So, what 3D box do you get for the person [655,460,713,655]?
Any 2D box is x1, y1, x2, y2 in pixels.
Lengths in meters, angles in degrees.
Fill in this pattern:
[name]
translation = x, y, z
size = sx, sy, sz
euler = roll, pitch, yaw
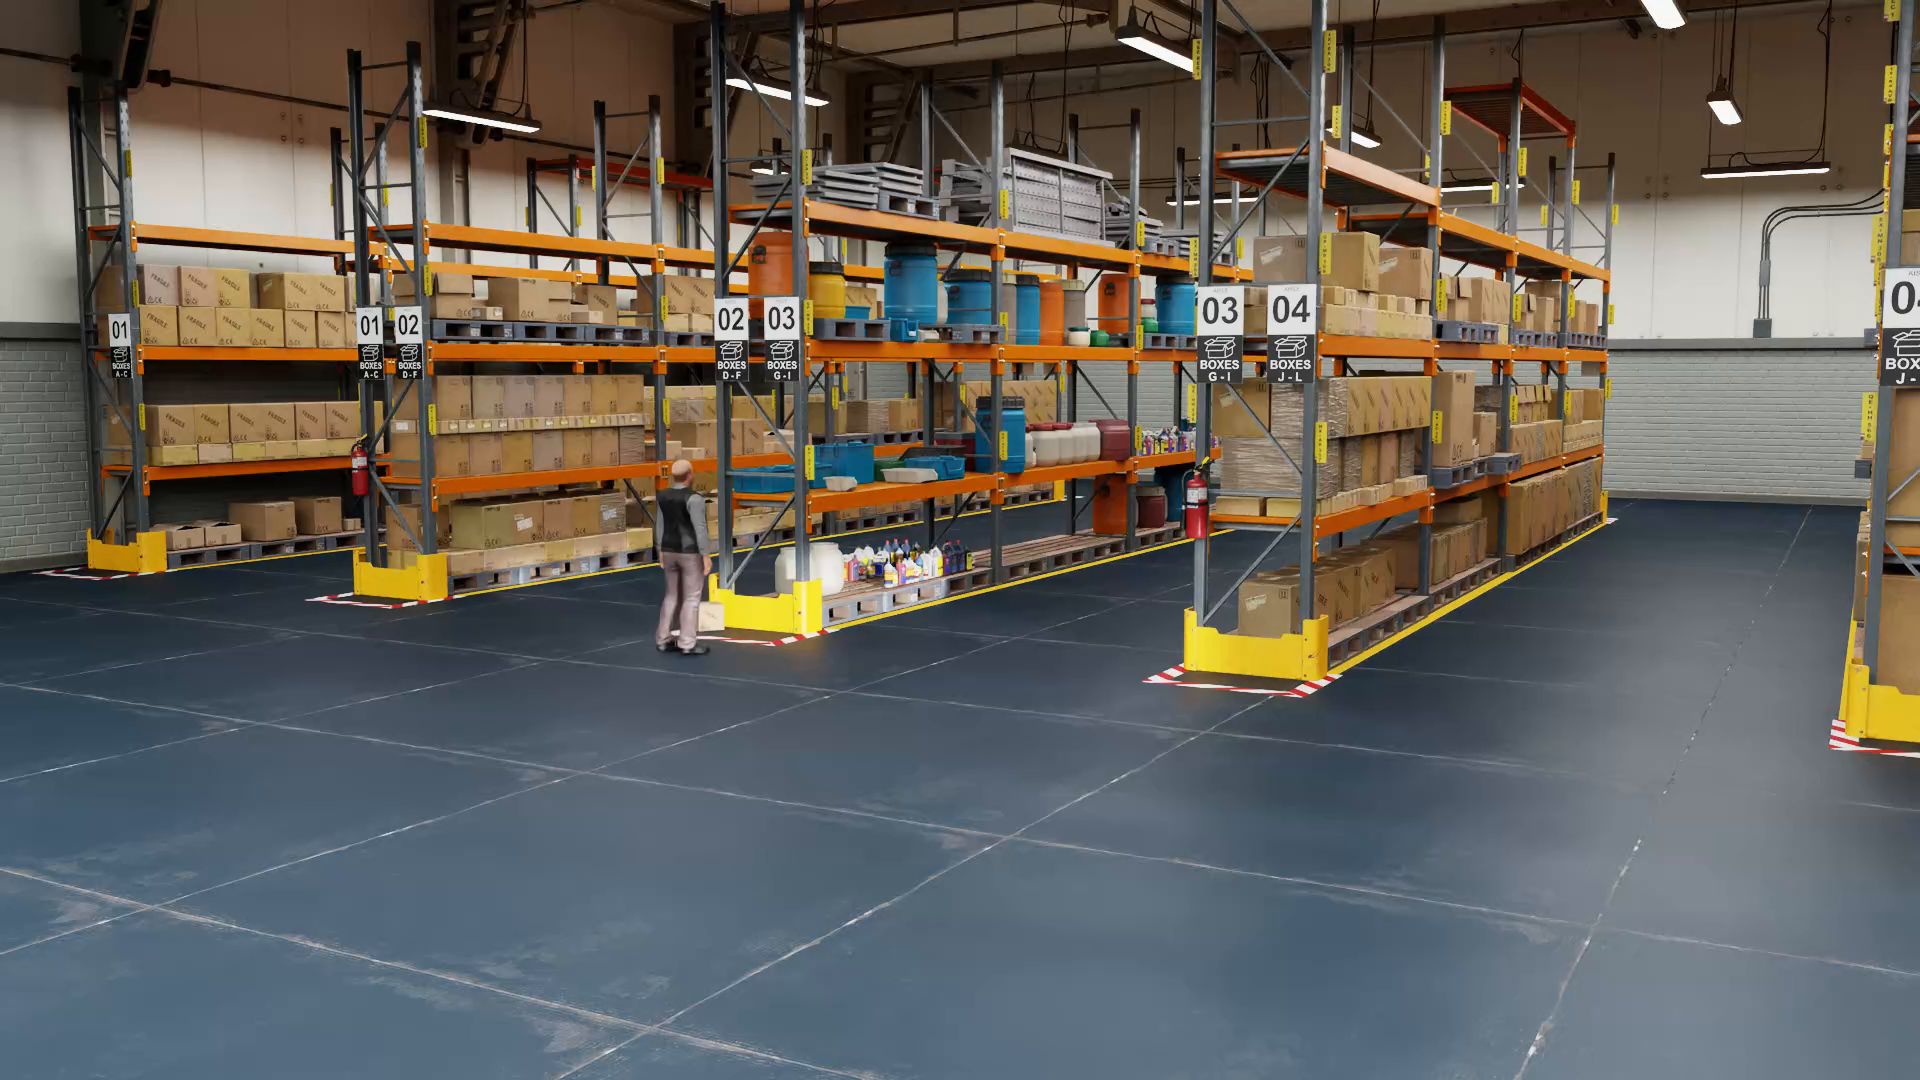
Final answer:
[person]
translation = -2.424, 0.149, 14.697
size = 0.566, 1.727, 0.386
euler = 4, 7, 34
